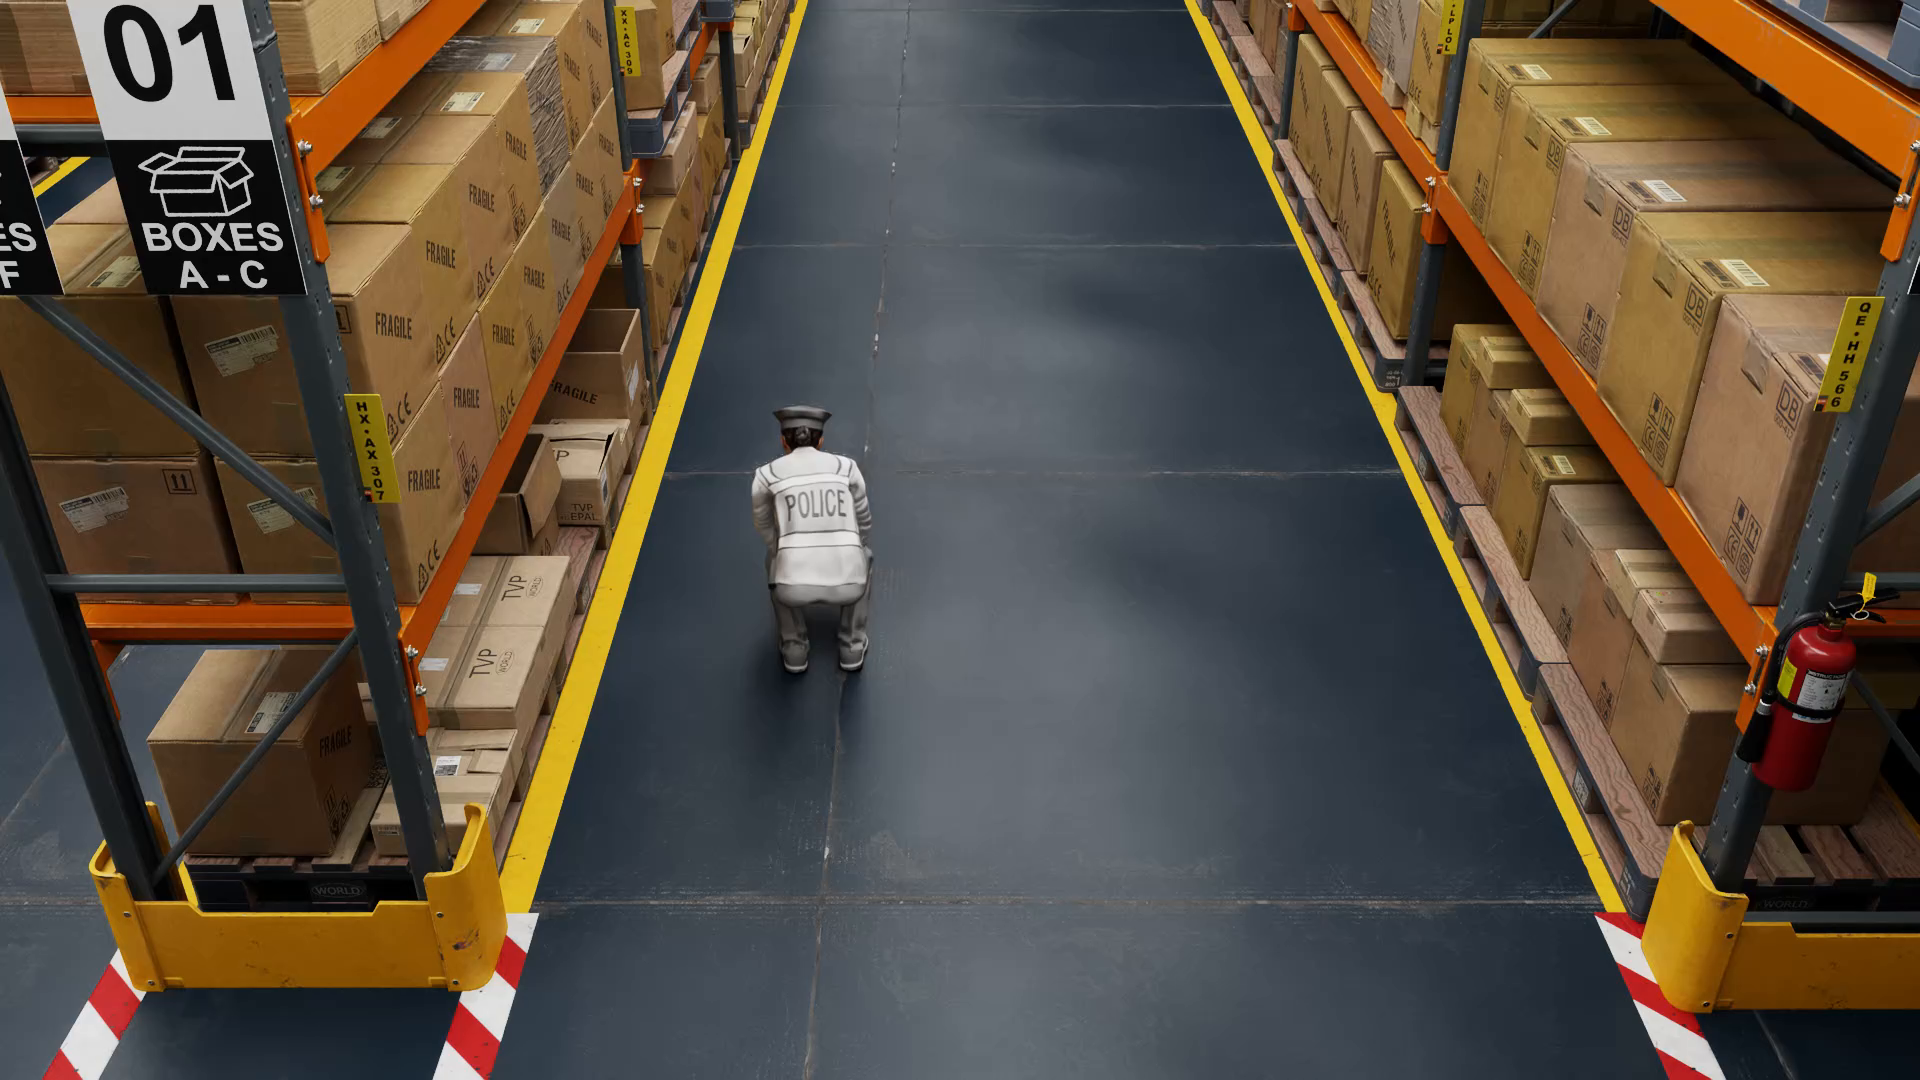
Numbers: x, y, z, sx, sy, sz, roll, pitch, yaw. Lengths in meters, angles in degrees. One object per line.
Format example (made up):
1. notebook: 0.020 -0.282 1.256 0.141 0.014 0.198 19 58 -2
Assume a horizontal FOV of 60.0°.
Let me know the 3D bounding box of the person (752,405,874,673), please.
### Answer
1. person: -0.602 0.001 6.779 0.494 0.994 0.819 -1 32 -2
